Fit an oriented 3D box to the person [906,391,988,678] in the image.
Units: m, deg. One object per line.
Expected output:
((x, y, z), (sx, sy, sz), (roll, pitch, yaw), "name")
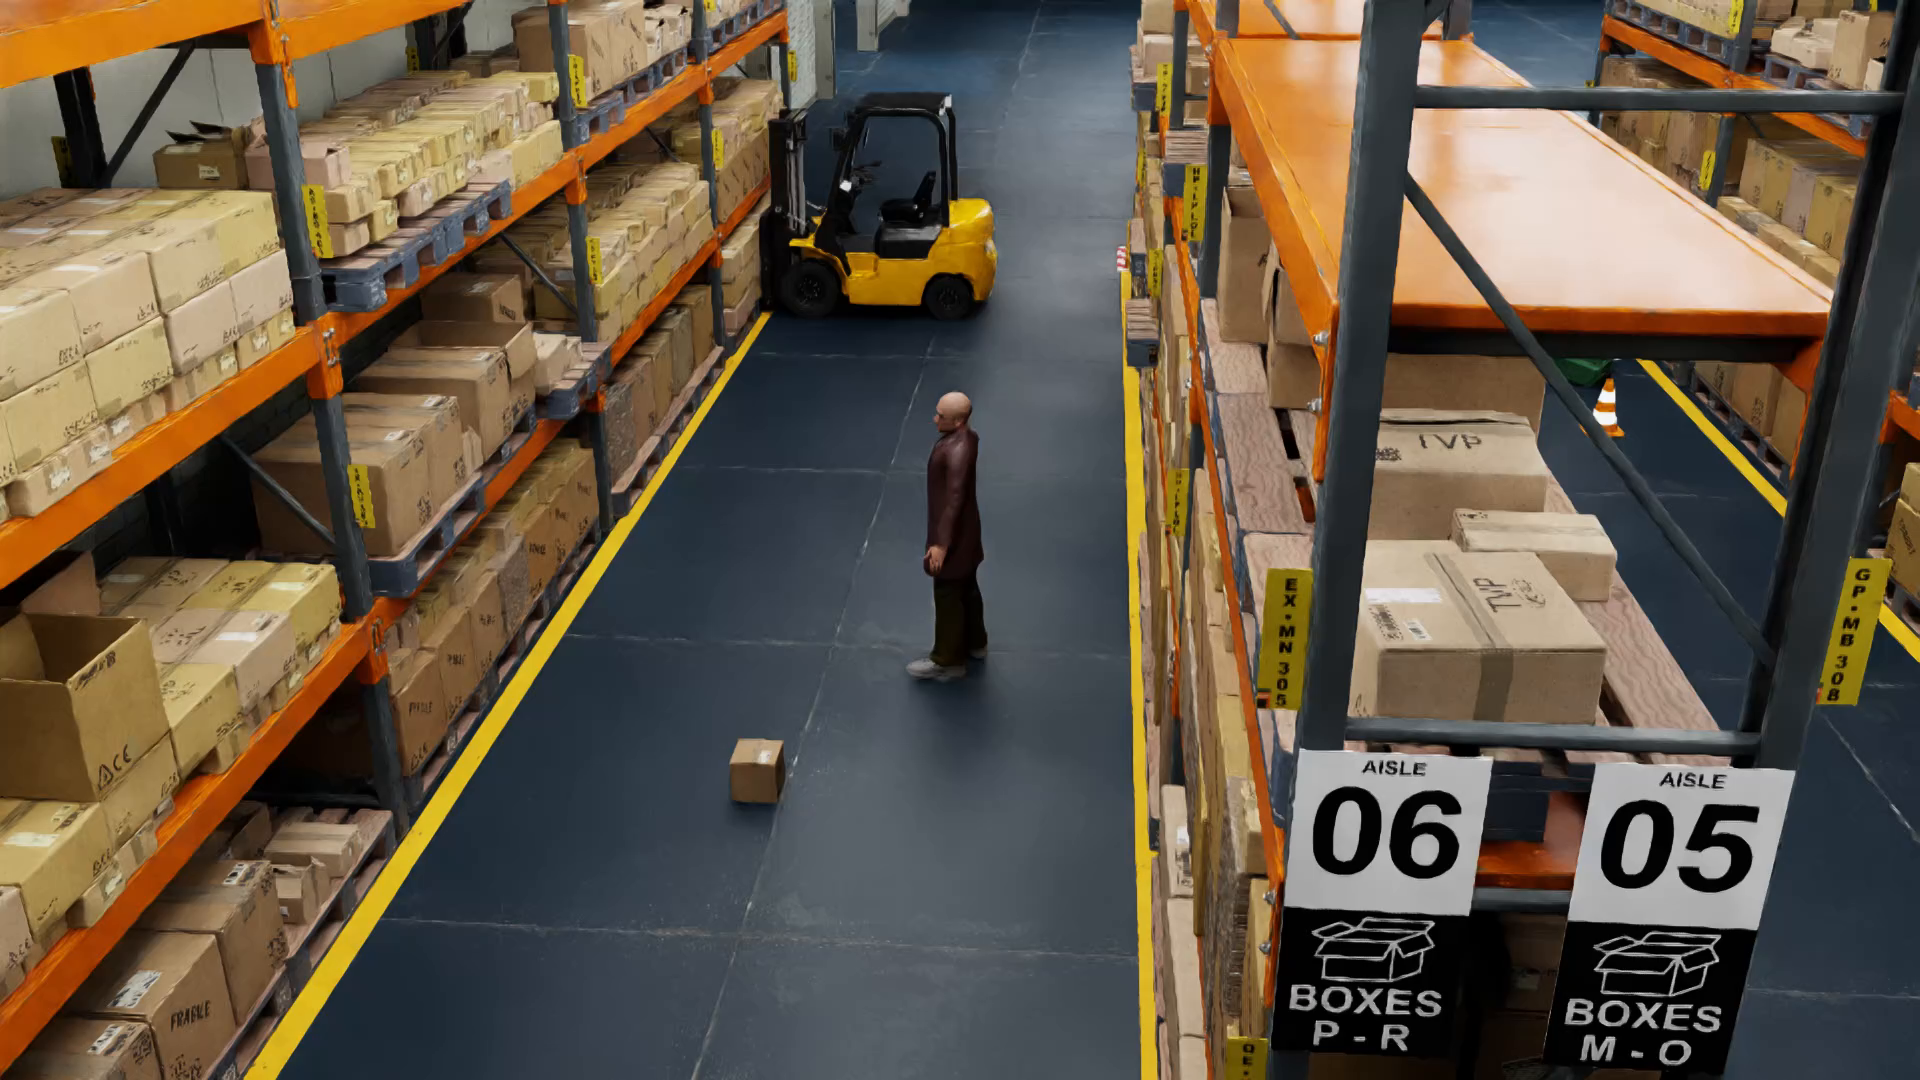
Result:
((-0.071, -0.044, 10.062), (0.468, 1.783, 0.698), (3, 24, 8), "person")
